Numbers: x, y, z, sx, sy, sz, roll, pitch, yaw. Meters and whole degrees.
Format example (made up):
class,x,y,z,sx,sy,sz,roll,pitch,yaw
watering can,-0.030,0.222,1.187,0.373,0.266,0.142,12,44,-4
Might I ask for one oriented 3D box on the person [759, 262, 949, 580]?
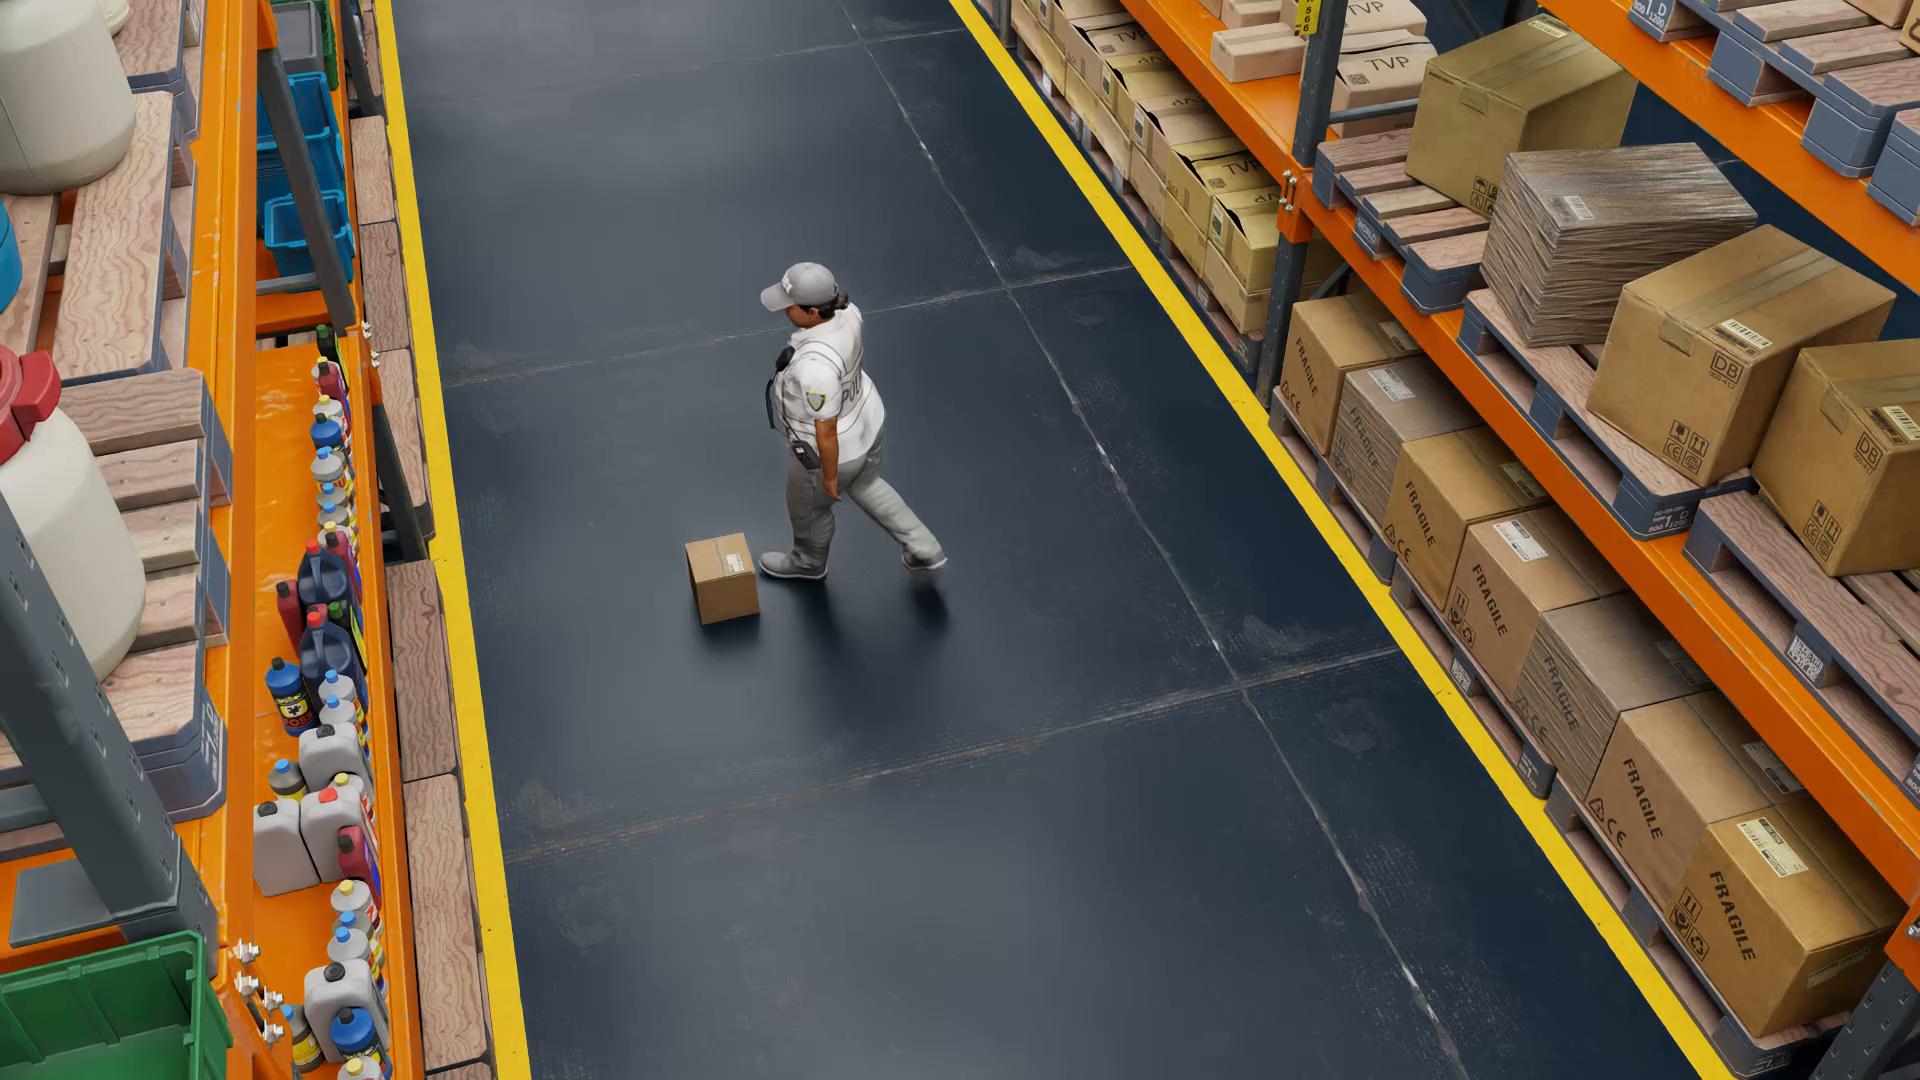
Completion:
class,x,y,z,sx,sy,sz,roll,pitch,yaw
person,-0.462,-0.423,6.620,0.848,1.640,0.553,12,44,12
